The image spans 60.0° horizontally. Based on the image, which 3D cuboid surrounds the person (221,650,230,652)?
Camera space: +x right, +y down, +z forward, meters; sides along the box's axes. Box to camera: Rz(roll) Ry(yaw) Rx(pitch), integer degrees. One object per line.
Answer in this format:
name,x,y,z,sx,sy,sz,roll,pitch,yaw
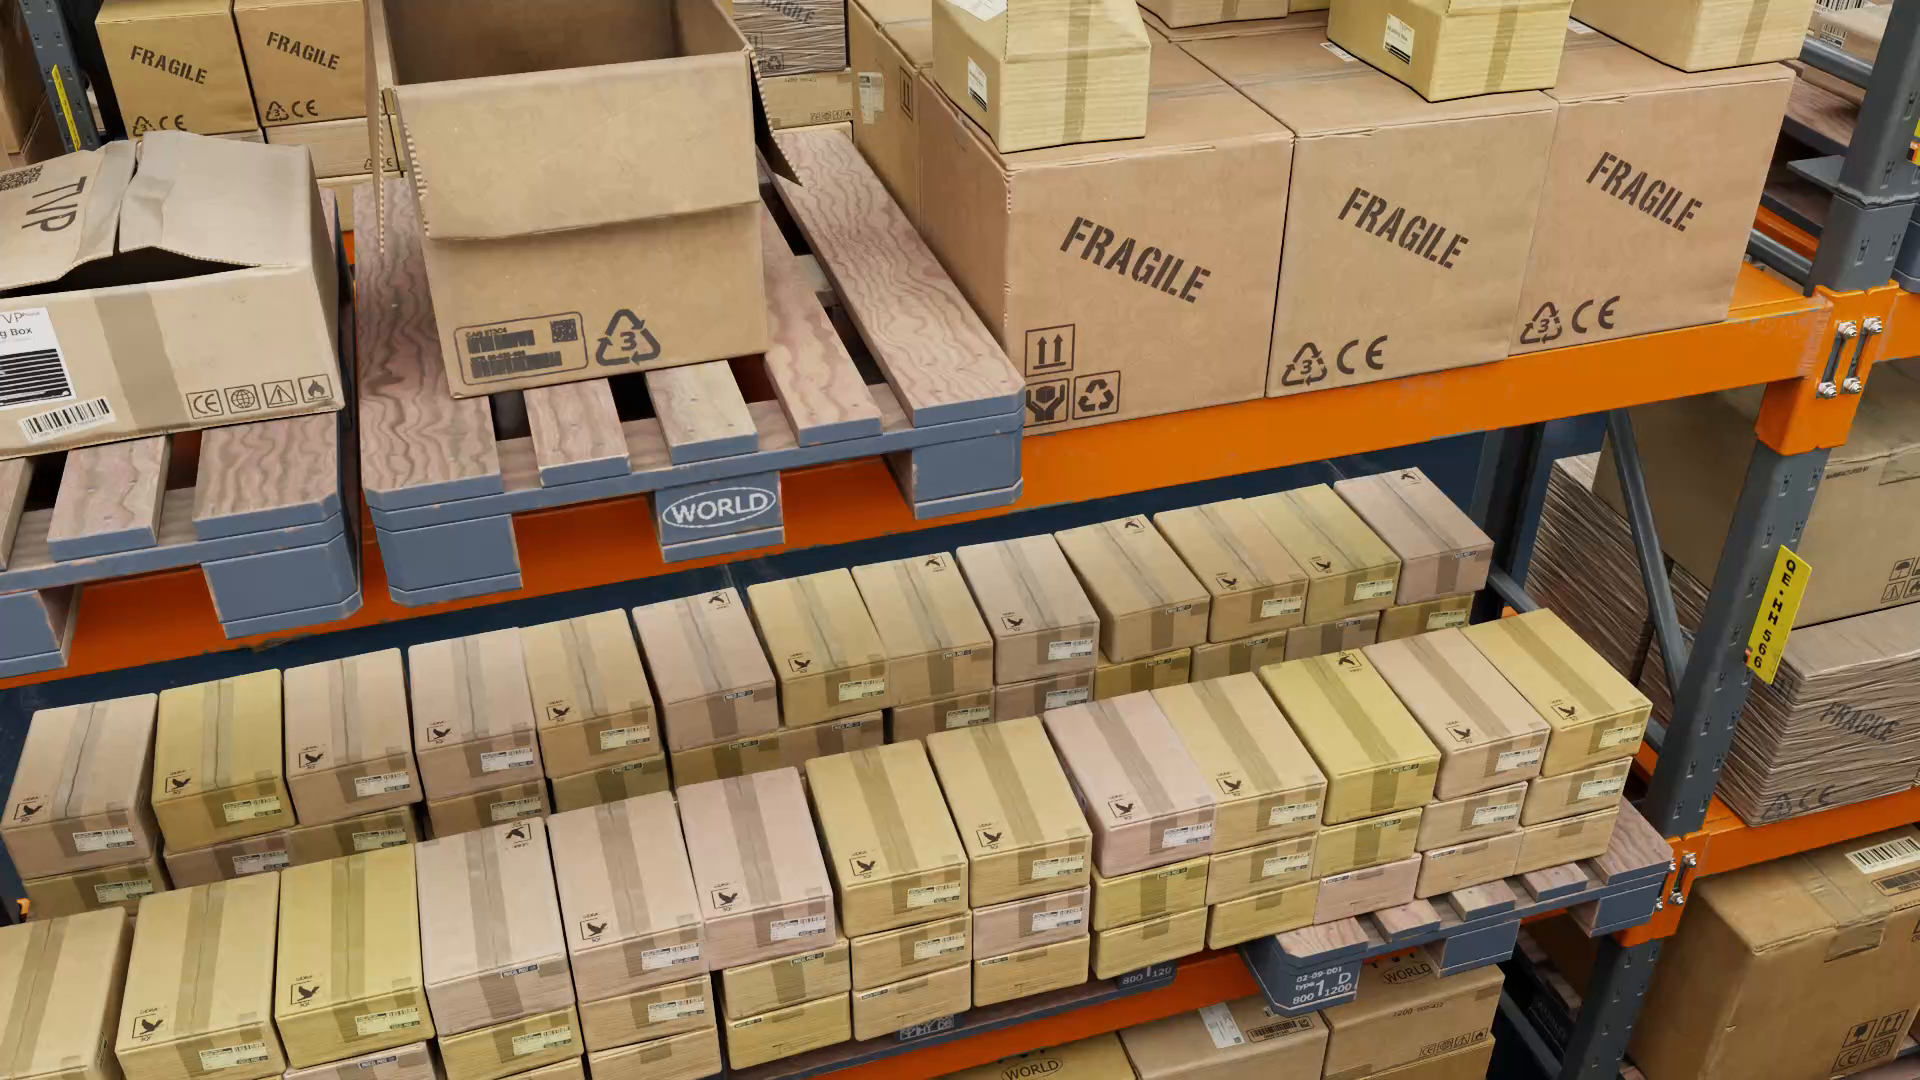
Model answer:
person,-2.740,-0.367,6.675,0.880,1.640,0.546,-6,35,-9
